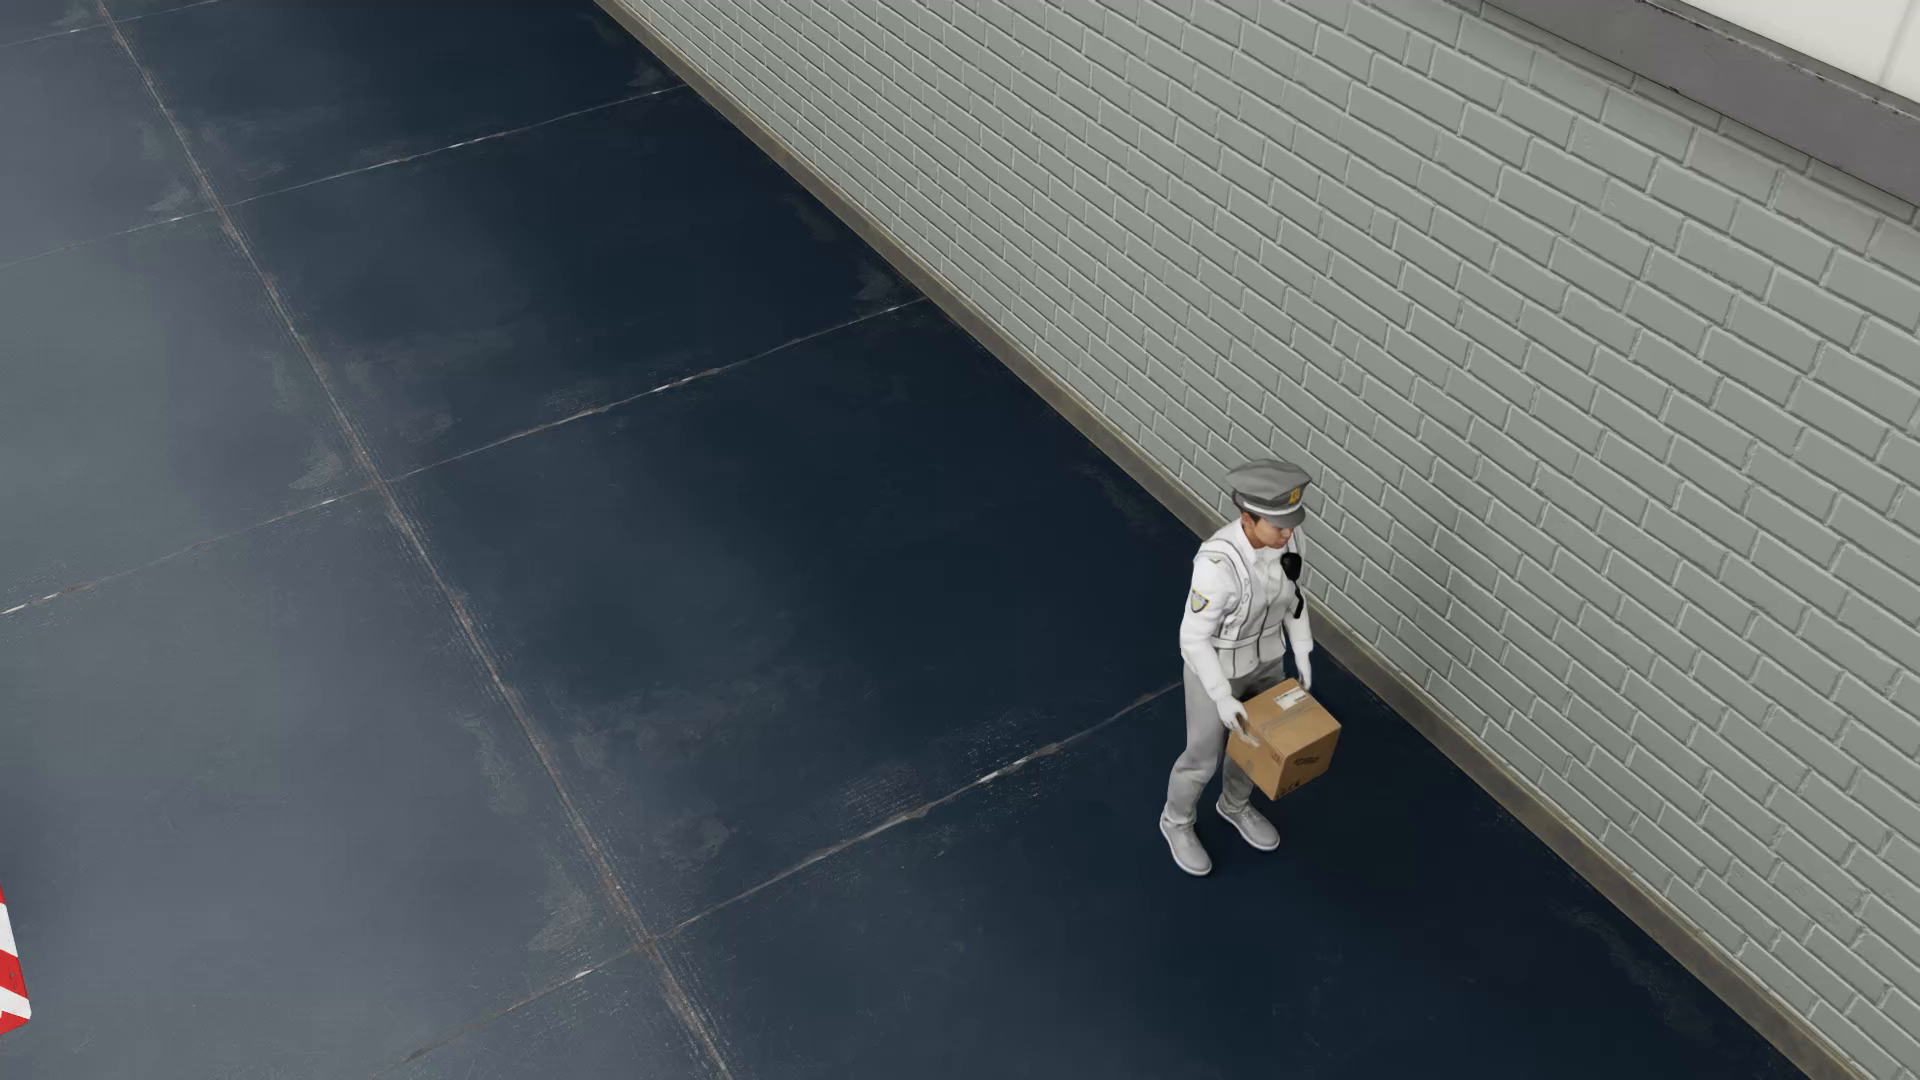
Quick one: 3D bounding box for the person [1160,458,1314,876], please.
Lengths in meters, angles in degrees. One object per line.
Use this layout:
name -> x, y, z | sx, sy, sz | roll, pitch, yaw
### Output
person -> 0.962, 0.434, 5.643 | 0.502, 1.680, 0.410 | -24, 46, -25
